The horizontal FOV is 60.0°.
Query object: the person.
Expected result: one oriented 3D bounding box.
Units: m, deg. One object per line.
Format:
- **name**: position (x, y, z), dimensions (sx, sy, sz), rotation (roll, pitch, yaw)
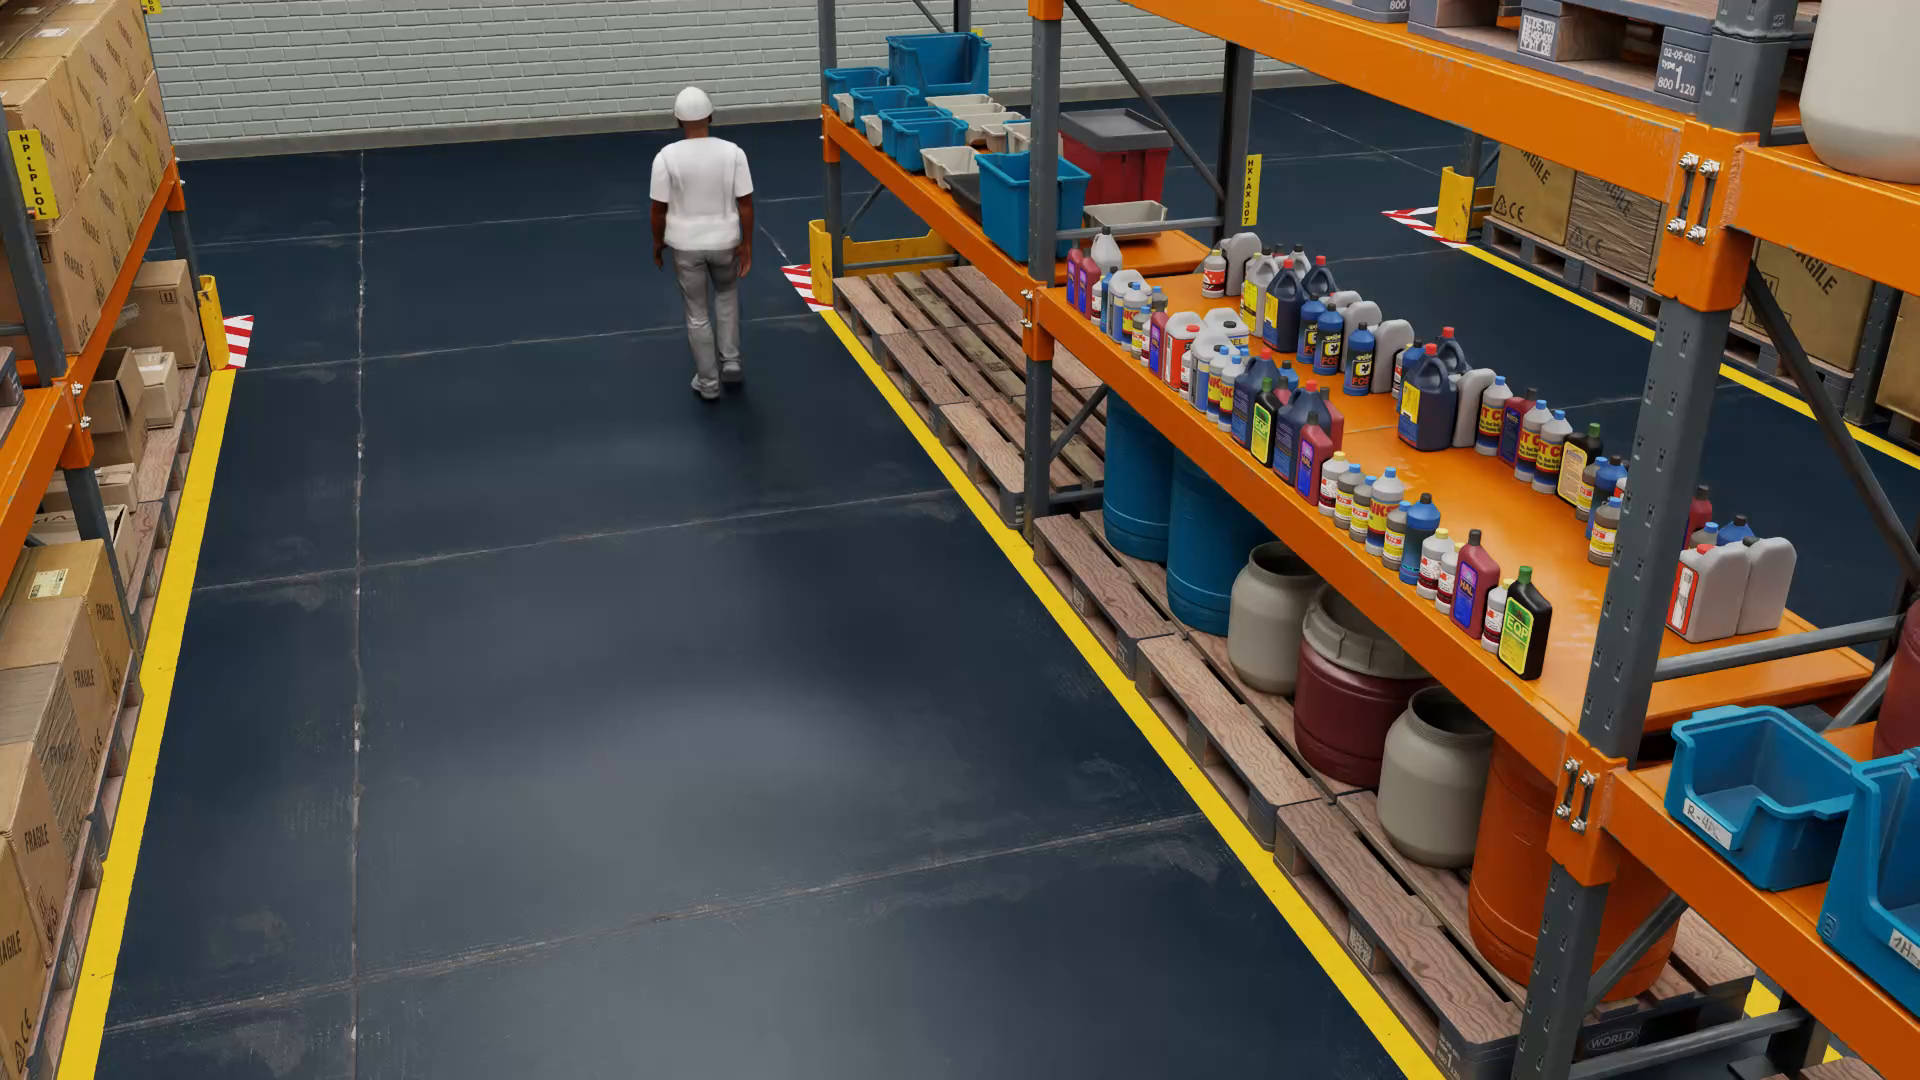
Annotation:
- **person**: position (-1.474, -1.680, 9.501), dimensions (0.566, 1.812, 0.481), rotation (-9, 28, -18)
